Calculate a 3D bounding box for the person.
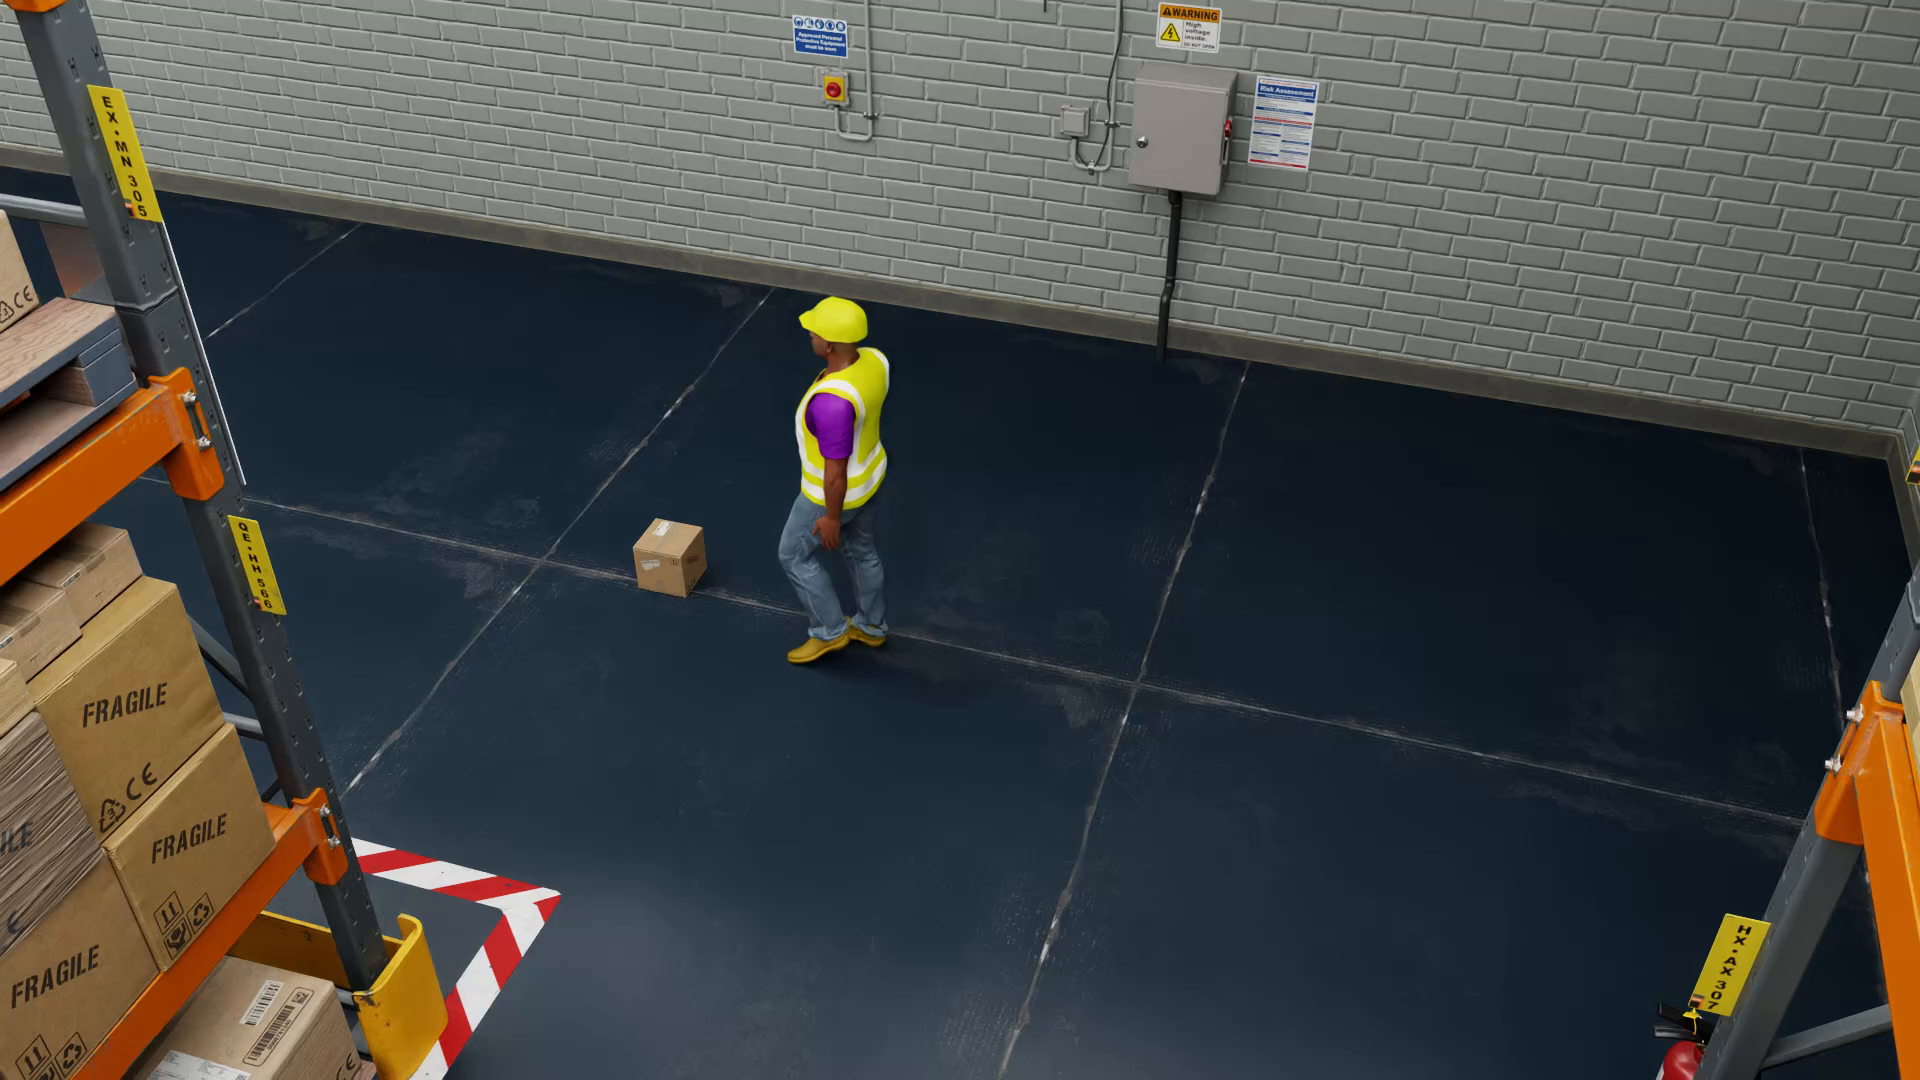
[{"bbox_3d":[-0.541,-0.246,7.197,0.445,1.791,0.590,14,39,18],"label":"person"}]
